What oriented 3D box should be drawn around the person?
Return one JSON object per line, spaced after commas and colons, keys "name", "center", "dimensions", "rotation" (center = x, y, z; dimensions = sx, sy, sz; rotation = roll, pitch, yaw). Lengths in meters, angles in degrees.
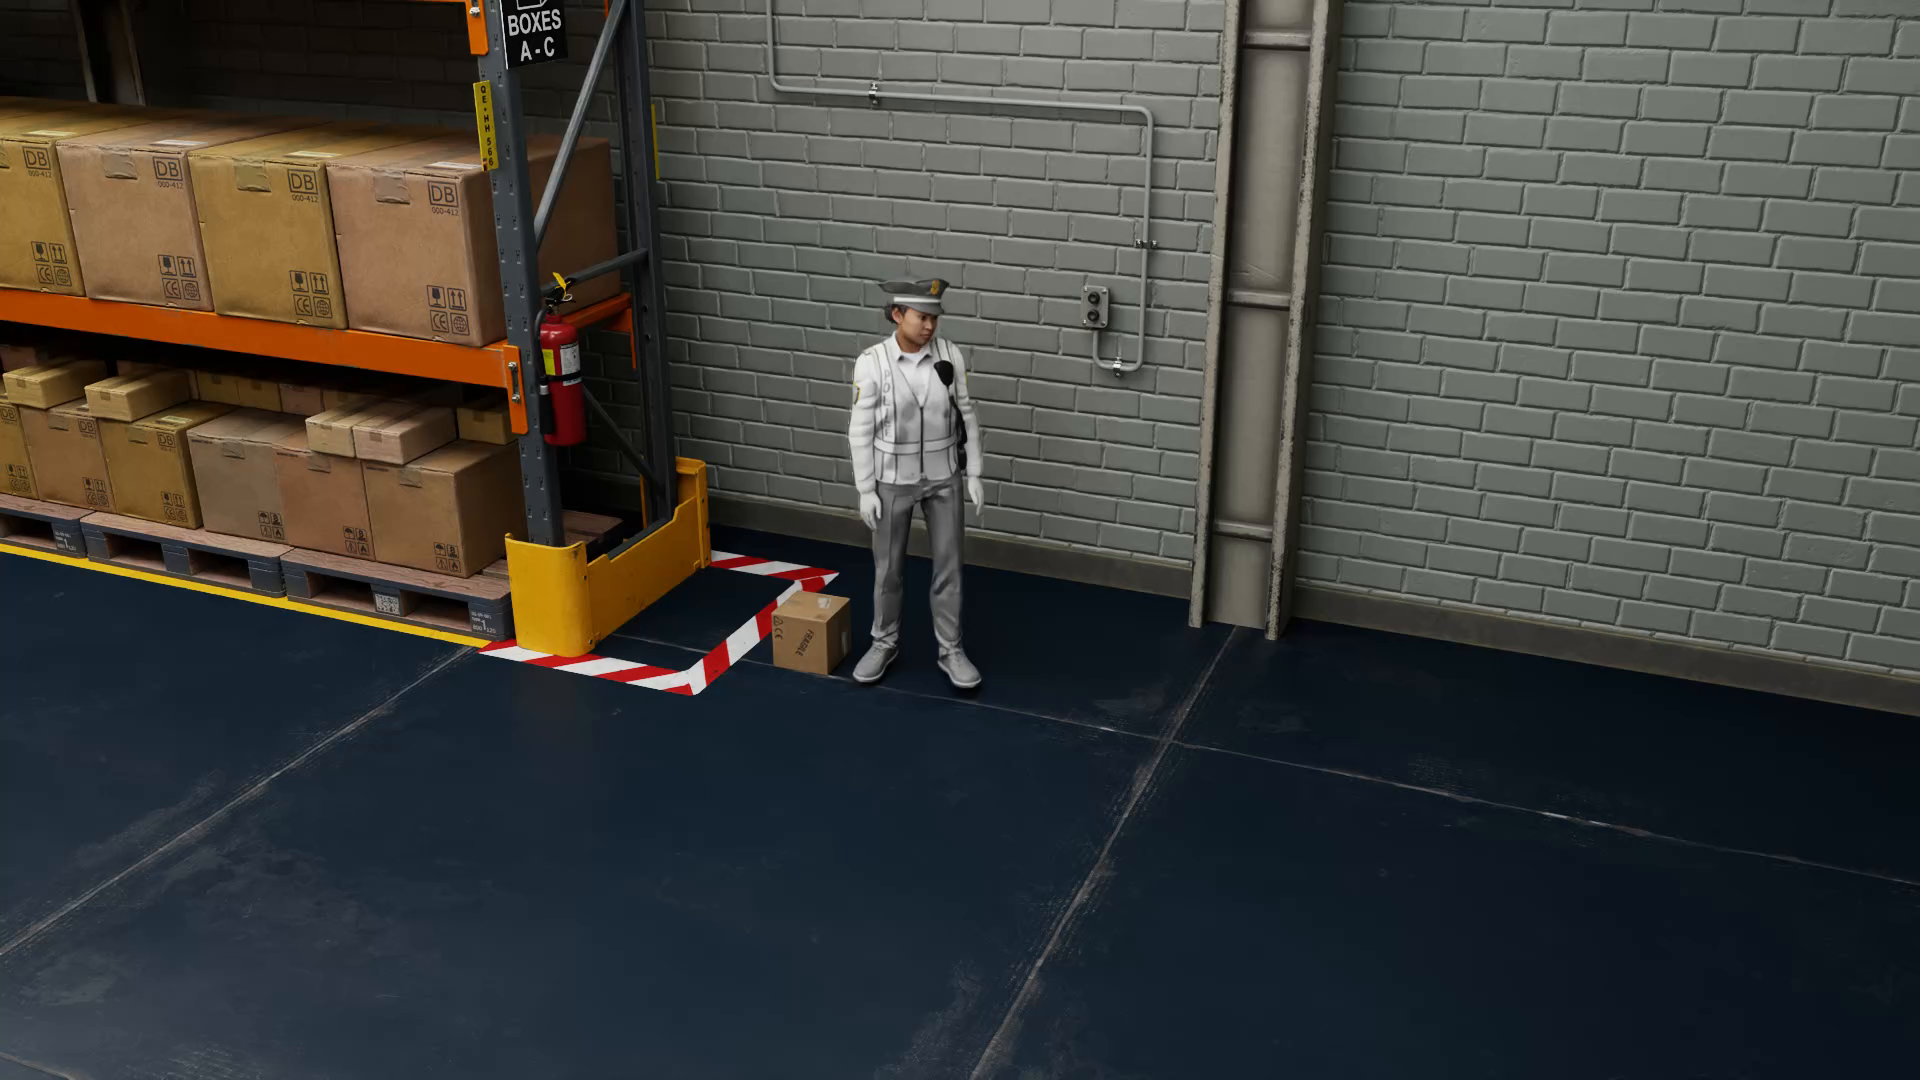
{"name": "person", "center": [-0.170, -0.219, 6.538], "dimensions": [0.543, 1.679, 0.415], "rotation": [-5, 23, -11]}
